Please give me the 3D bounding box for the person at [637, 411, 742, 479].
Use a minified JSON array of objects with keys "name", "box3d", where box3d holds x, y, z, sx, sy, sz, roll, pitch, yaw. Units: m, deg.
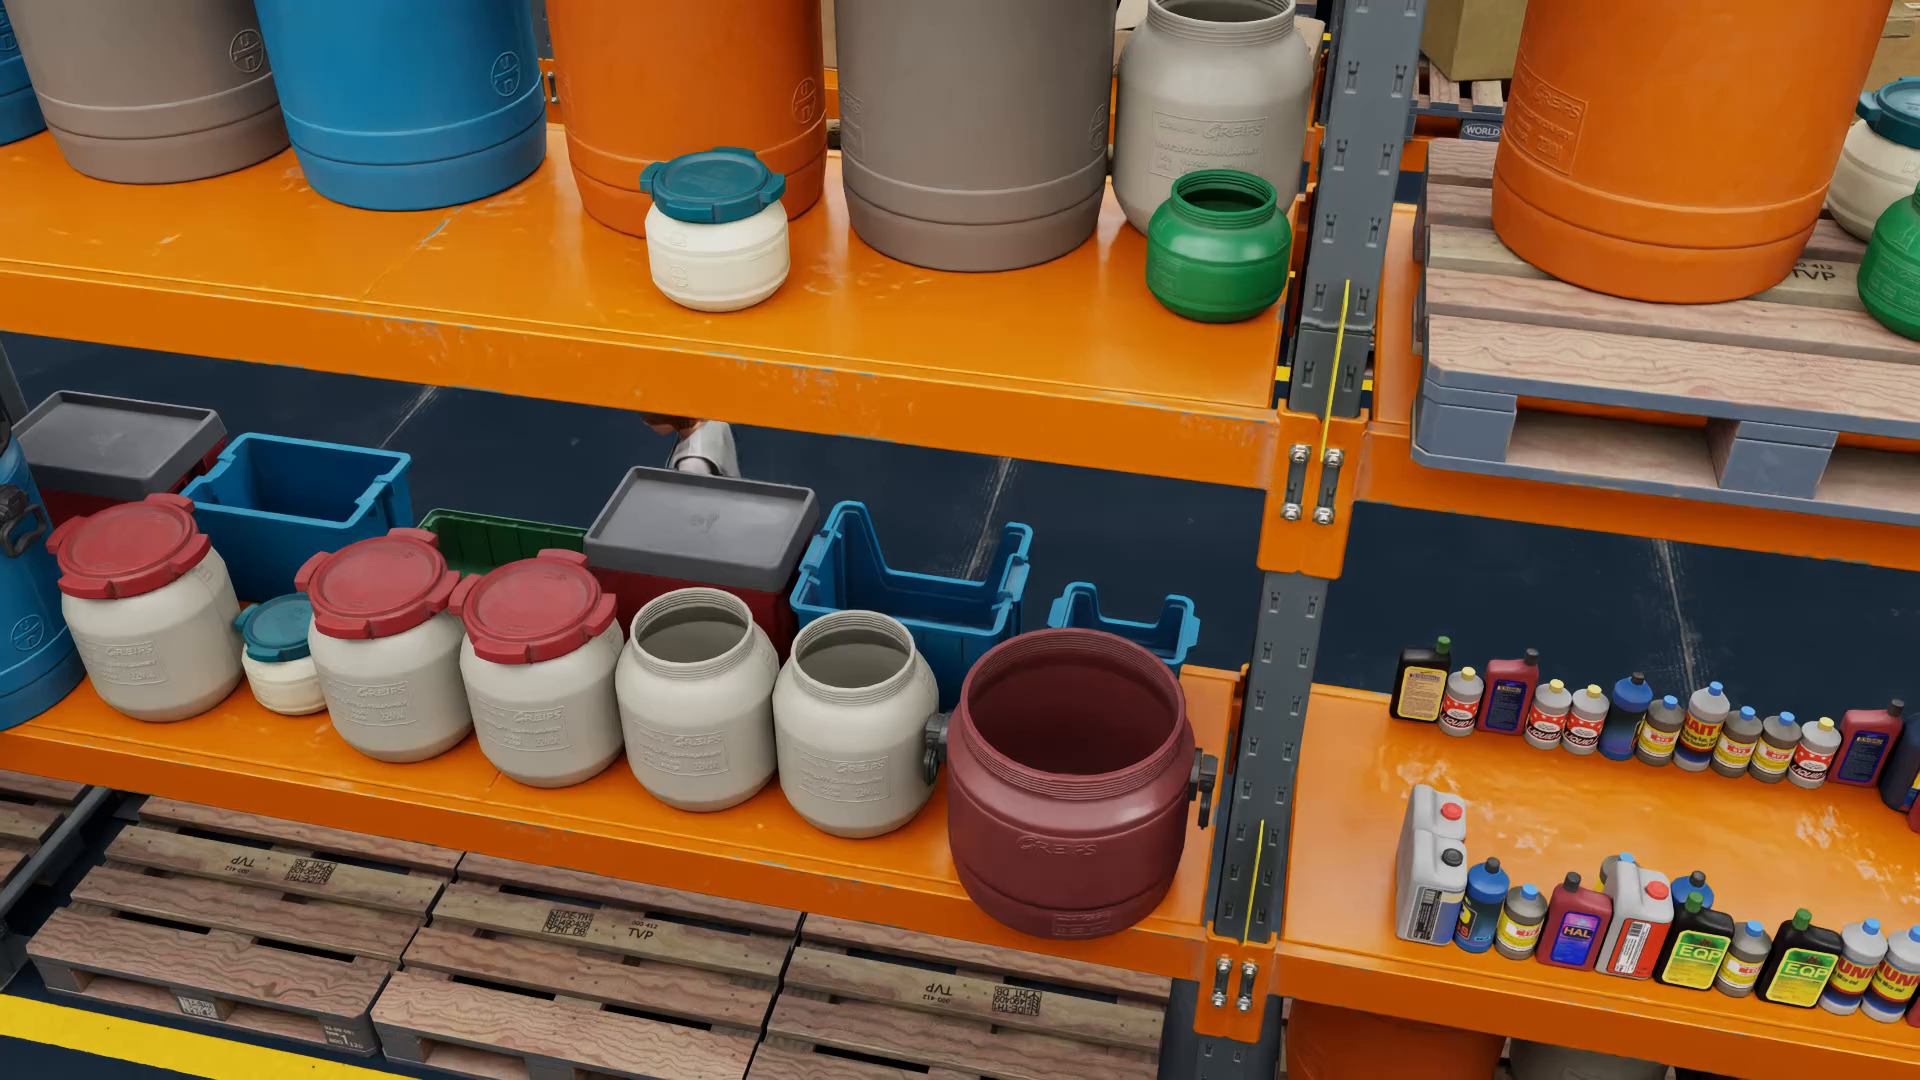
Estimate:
[{"name":"person","box3d":[-0.913,0.127,6.081,0.544,1.457,0.428,-3,37,-3]}]
